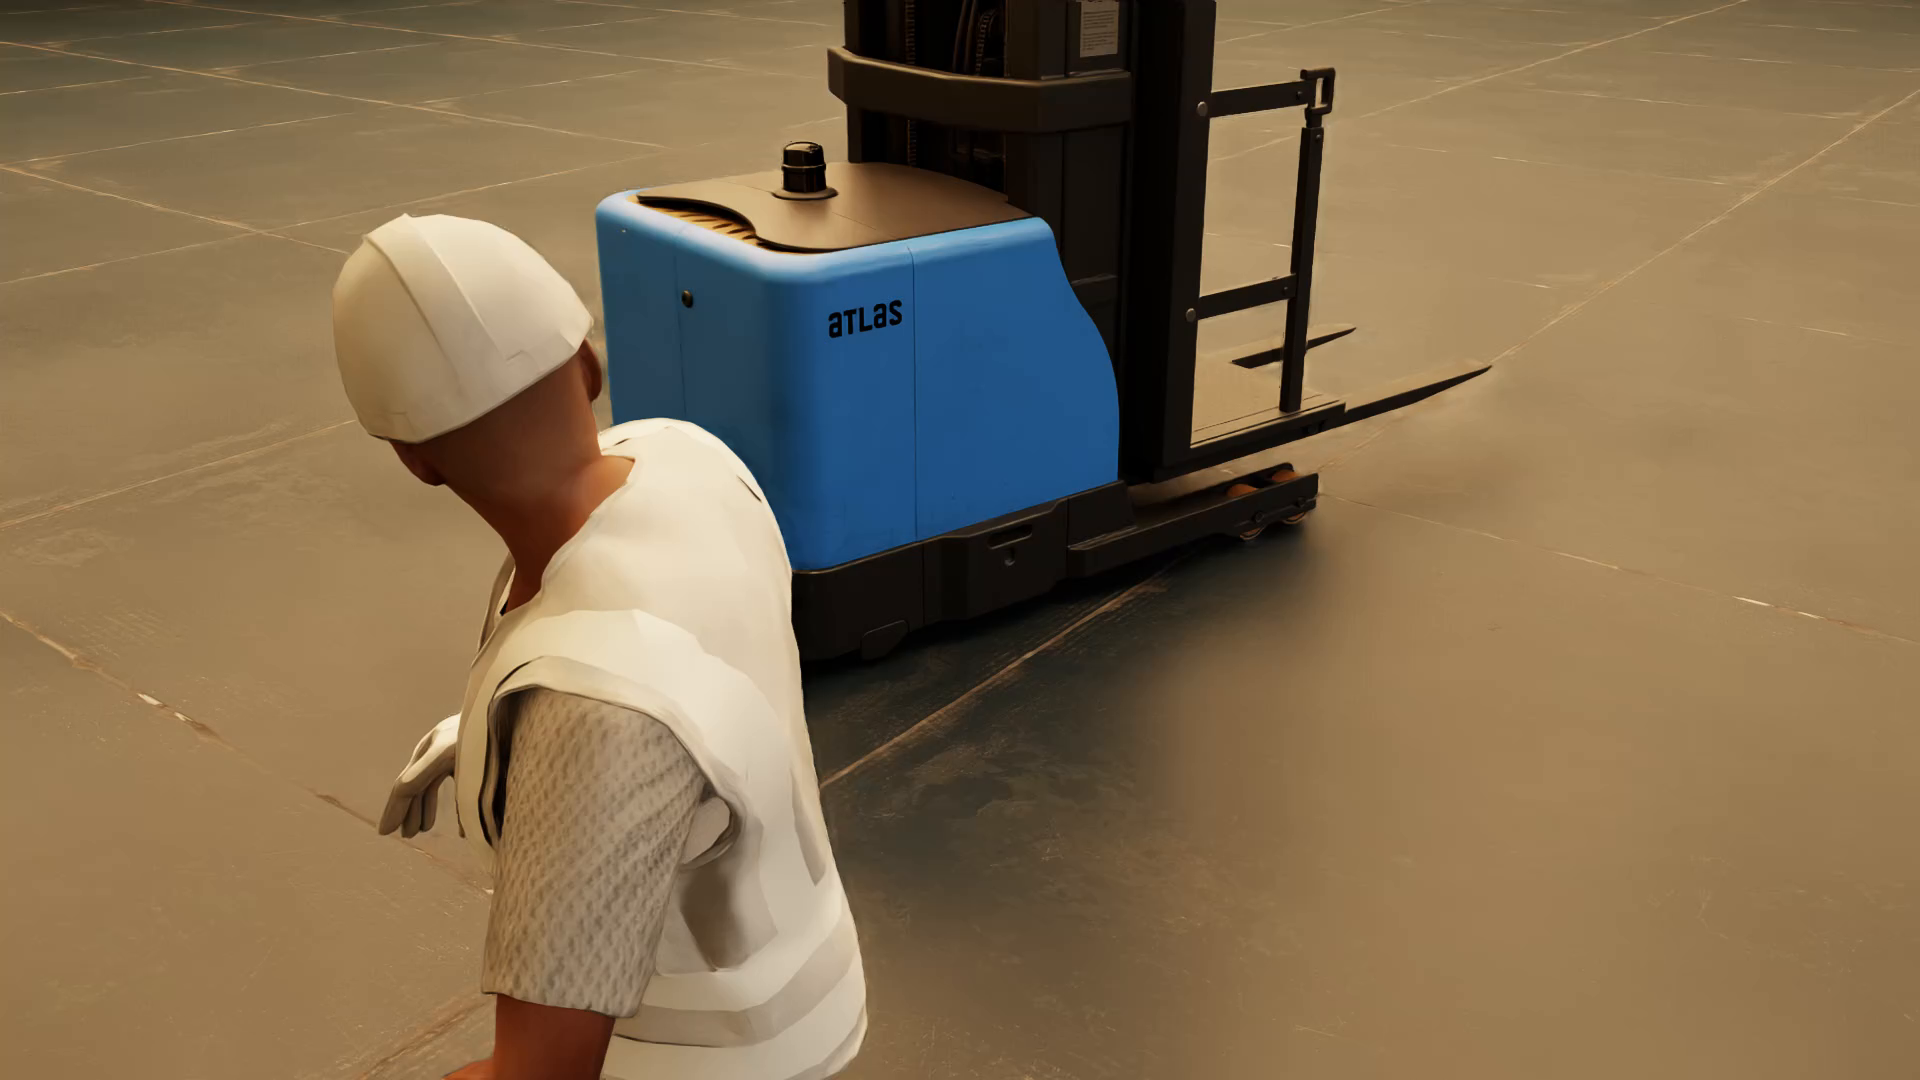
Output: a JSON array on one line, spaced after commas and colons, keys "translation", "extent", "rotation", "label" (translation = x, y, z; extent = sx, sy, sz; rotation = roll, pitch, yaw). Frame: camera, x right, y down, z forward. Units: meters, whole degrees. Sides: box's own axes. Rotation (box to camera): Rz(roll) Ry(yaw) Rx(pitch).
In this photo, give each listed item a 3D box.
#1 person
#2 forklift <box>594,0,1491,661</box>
[{"translation": [-0.440, 0.519, 1.720], "extent": [0.692, 1.720, 0.808], "rotation": [-6, 24, -14], "label": "person"}, {"translation": [0.481, -1.494, 4.776], "extent": [3.031, 2.935, 1.130], "rotation": [-17, 29, -34], "label": "forklift"}]
